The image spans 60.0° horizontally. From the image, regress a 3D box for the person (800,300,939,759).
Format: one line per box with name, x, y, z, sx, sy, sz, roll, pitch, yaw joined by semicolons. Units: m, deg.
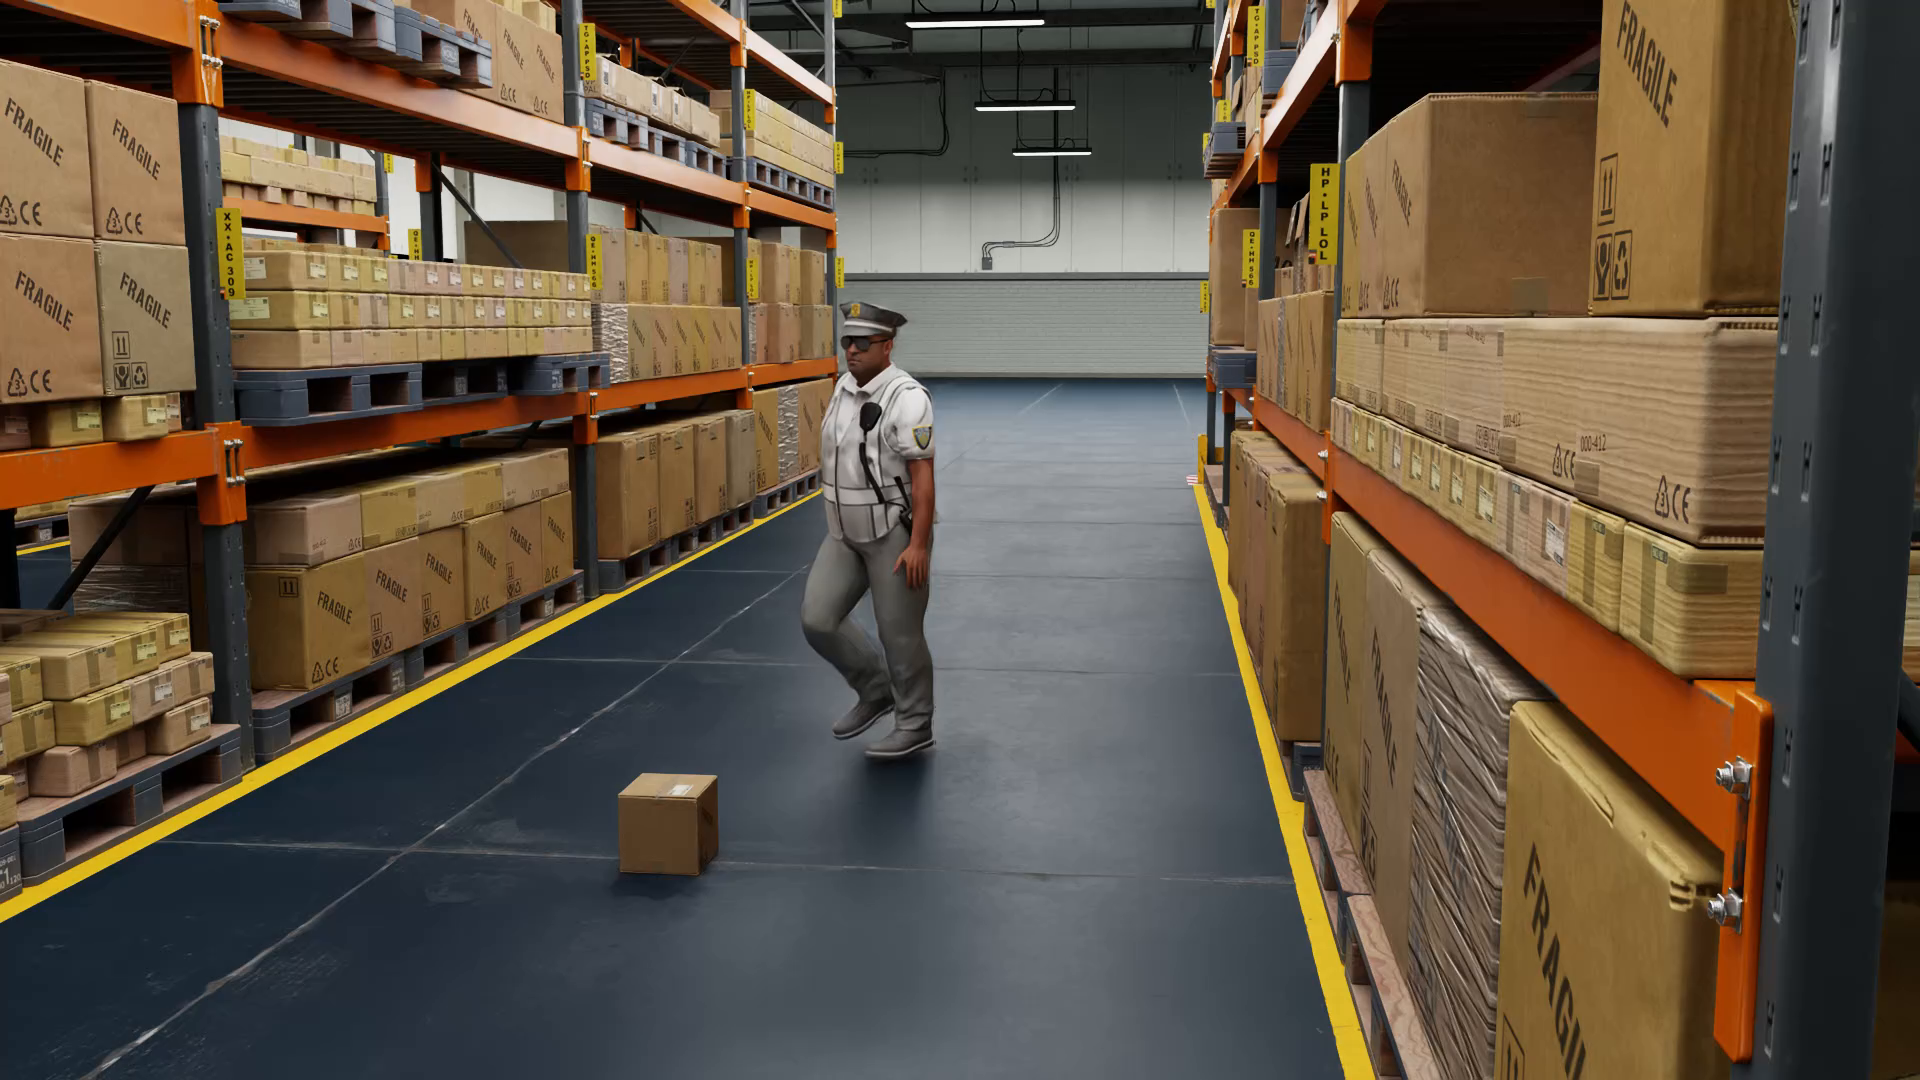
person;-0.304;-0.029;6.336;0.474;1.748;0.573;-7;11;-44
